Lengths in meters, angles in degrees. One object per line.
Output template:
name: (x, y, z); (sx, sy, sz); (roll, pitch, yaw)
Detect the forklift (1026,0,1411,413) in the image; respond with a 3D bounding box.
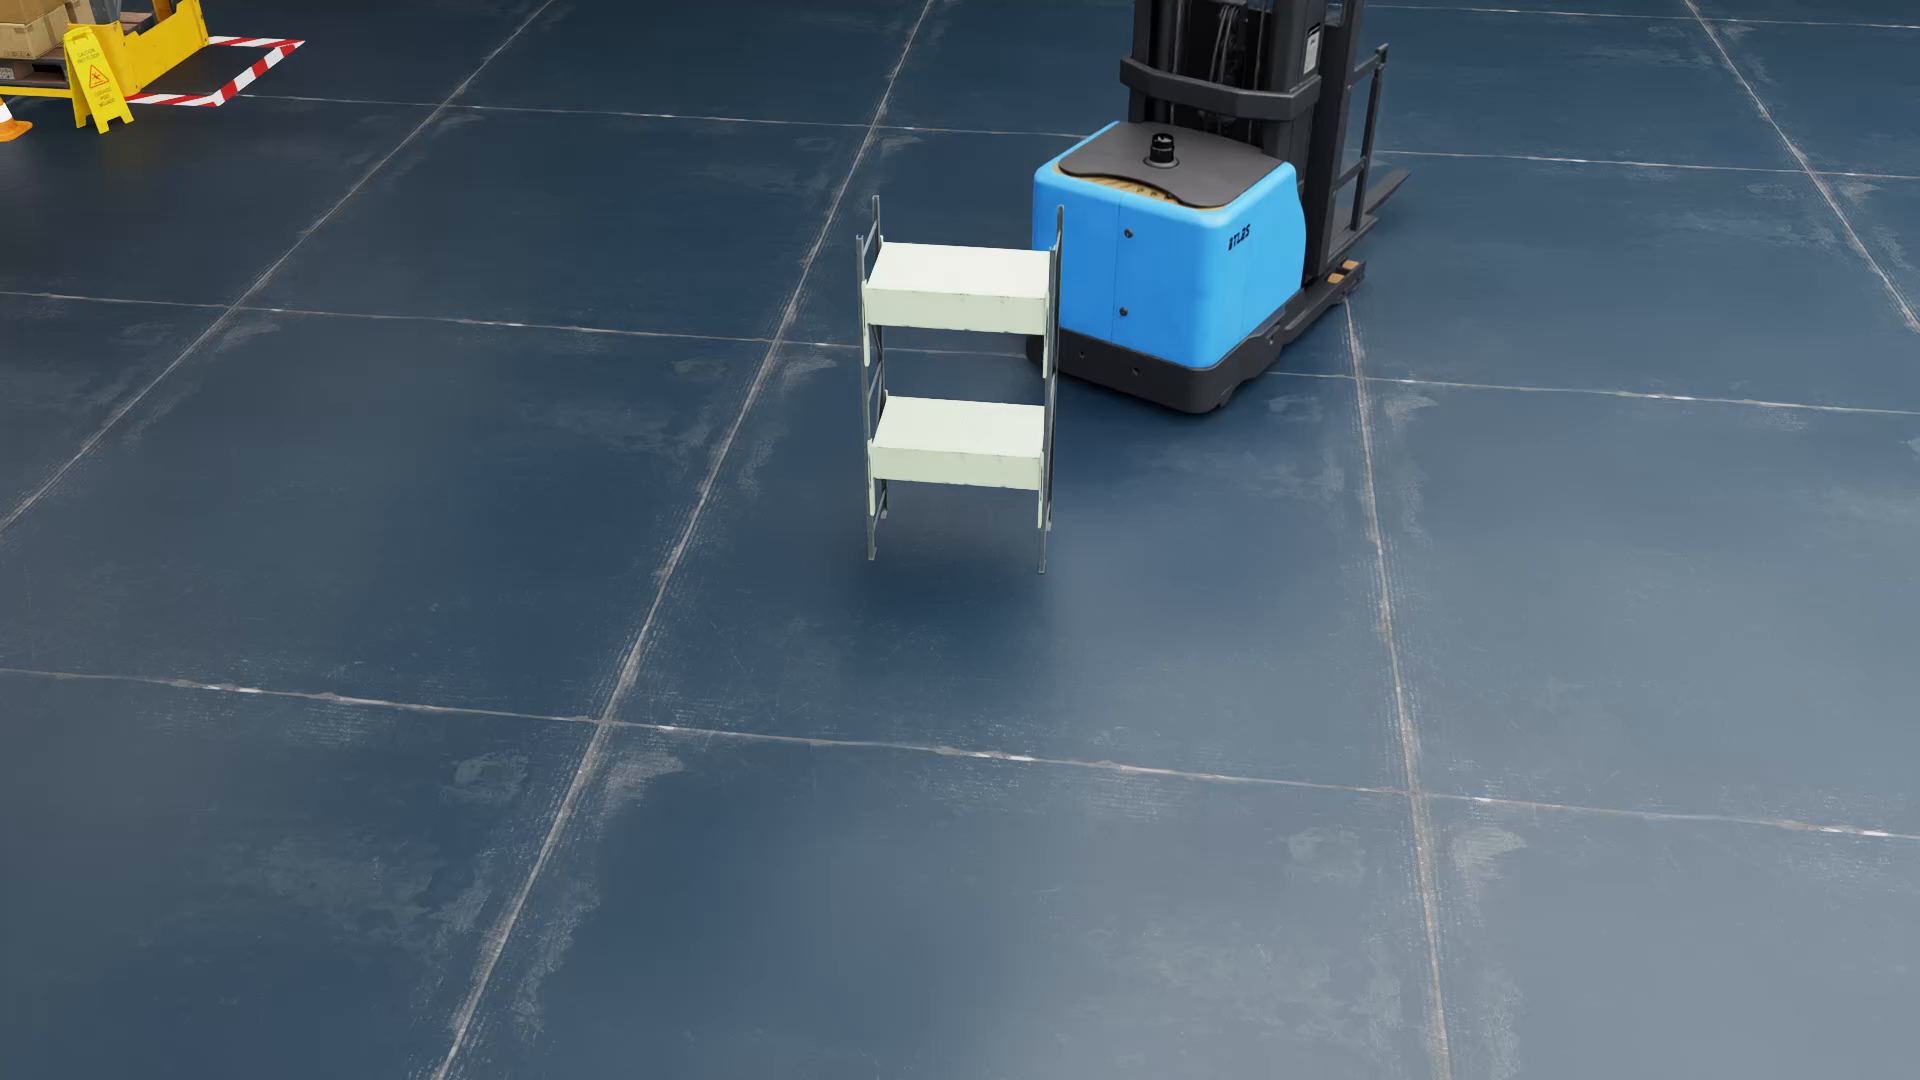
forklift: (1.578, -2.616, 8.392); (1.130, 2.935, 3.031); (22, 41, 27)

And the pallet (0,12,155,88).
pallet: (-6.664, -3.593, 12.102); (1.213, 0.211, 1.003); (4, 36, 6)

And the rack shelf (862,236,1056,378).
rack shelf: (0.007, -0.928, 6.587); (0.720, 0.370, 0.431); (4, 36, 6)

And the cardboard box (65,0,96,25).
cardboard box: (-6.552, -3.912, 12.155); (0.500, 0.250, 0.500); (4, 36, 6)

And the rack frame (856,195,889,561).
rack frame: (-0.356, -0.637, 6.852); (0.023, 1.500, 0.400); (4, 36, 6)

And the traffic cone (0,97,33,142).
traffic cone: (-6.378, -2.897, 10.911); (0.334, 0.463, 0.336); (4, 36, 6)

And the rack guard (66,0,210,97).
rack guard: (-5.863, -3.630, 11.905); (0.348, 0.500, 1.175); (4, 36, 6)

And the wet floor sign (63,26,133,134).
wet floor sign: (-5.735, -3.053, 10.972); (0.232, 0.644, 0.267); (17, 39, 22)

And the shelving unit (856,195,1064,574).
shelving unit: (0.007, -0.610, 6.814); (0.755, 1.500, 0.431); (4, 36, 6)

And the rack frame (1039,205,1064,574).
rack frame: (0.370, -0.583, 6.776); (0.023, 1.500, 0.400); (4, 36, 6)

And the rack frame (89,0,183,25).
rack frame: (-5.787, -4.641, 11.171); (0.127, 3.000, 1.000); (4, 36, 6)

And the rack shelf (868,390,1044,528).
rack shelf: (0.007, -0.345, 7.003); (0.720, 0.370, 0.431); (4, 36, 6)

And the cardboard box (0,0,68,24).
cardboard box: (-6.615, -3.907, 11.503); (0.500, 0.500, 0.500); (4, 36, 6)

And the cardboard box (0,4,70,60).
cardboard box: (-6.647, -3.600, 11.717); (0.500, 0.250, 0.500); (4, 36, 6)
